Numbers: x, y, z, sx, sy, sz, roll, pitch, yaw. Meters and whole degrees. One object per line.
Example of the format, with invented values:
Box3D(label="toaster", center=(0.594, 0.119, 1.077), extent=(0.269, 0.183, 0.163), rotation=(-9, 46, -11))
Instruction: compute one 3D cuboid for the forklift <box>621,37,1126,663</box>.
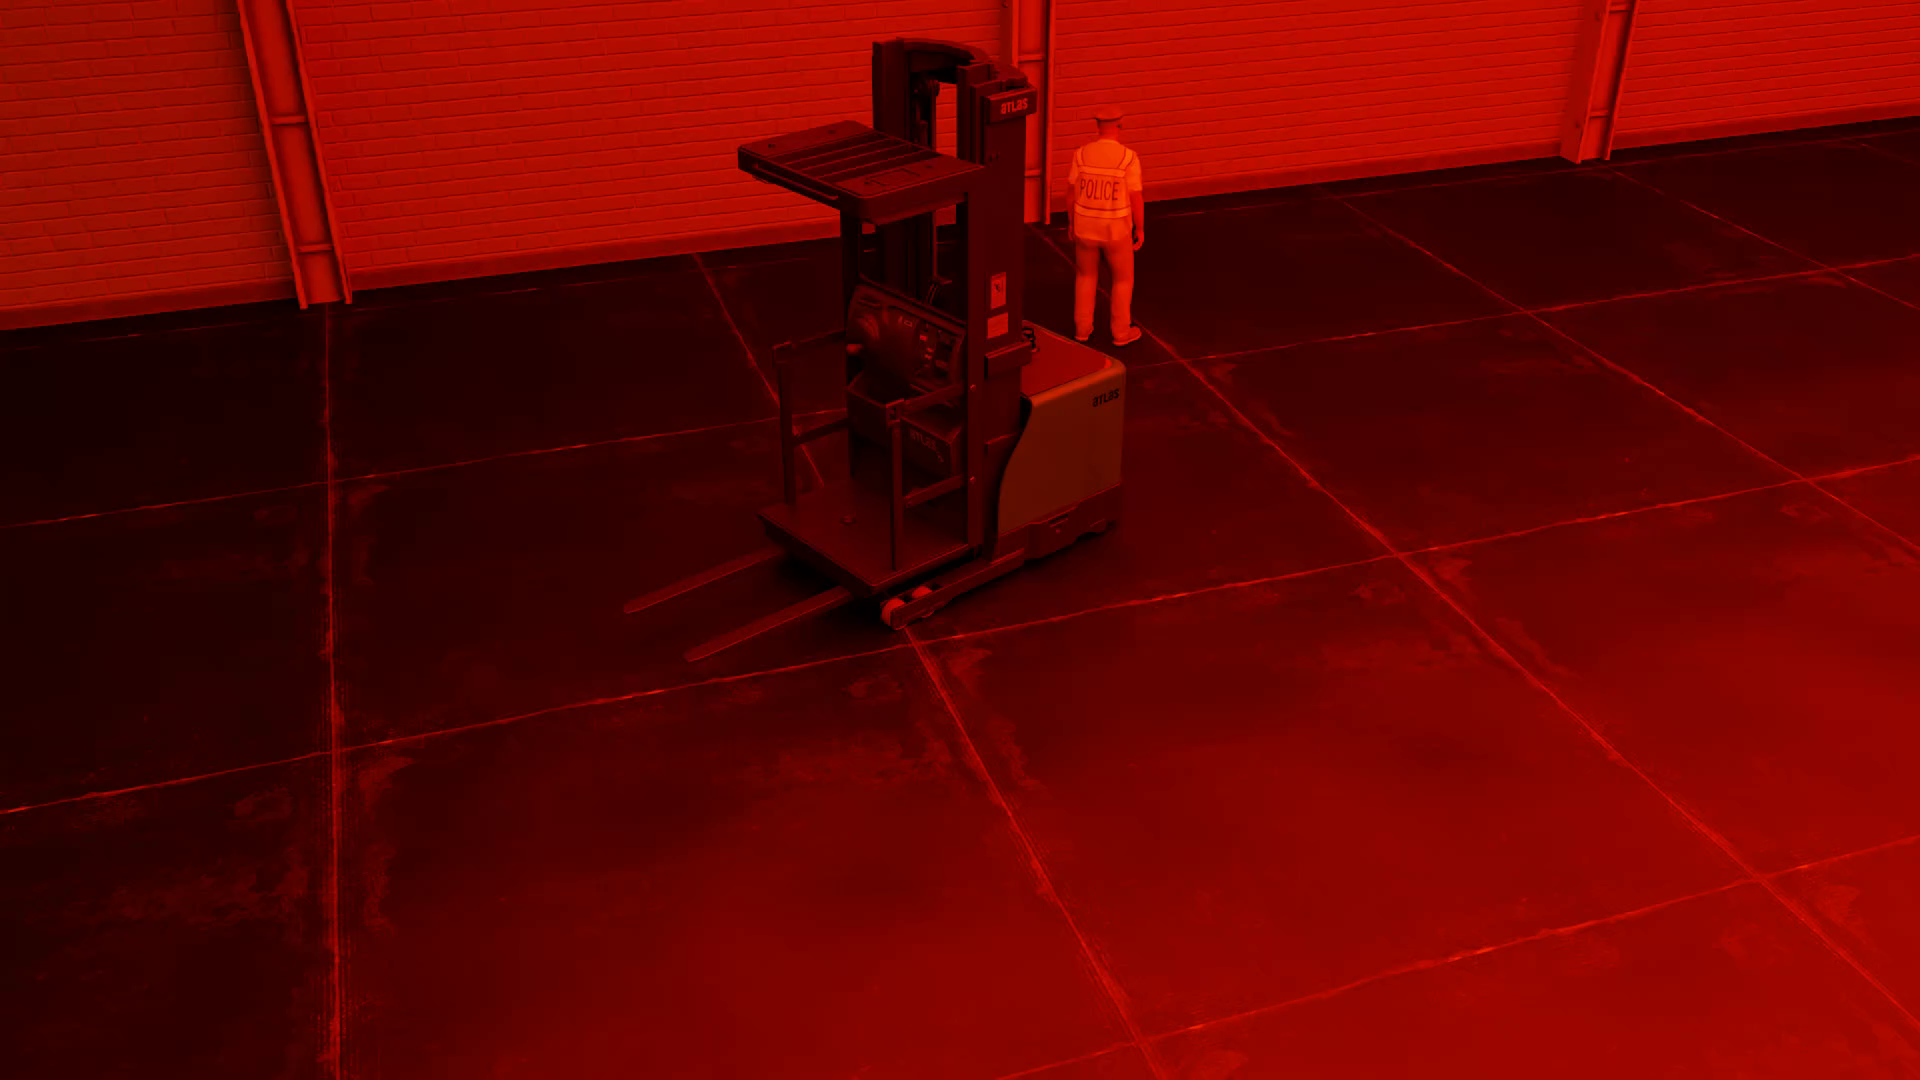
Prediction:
Box3D(label="forklift", center=(-0.461, -1.072, 8.951), extent=(3.031, 2.935, 1.130), rotation=(-23, 37, -34))

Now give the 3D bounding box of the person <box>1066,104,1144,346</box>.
Box3D(label="person", center=(1.062, -2.291, 12.252), extent=(0.584, 1.748, 0.434), rotation=(11, 32, 18))
